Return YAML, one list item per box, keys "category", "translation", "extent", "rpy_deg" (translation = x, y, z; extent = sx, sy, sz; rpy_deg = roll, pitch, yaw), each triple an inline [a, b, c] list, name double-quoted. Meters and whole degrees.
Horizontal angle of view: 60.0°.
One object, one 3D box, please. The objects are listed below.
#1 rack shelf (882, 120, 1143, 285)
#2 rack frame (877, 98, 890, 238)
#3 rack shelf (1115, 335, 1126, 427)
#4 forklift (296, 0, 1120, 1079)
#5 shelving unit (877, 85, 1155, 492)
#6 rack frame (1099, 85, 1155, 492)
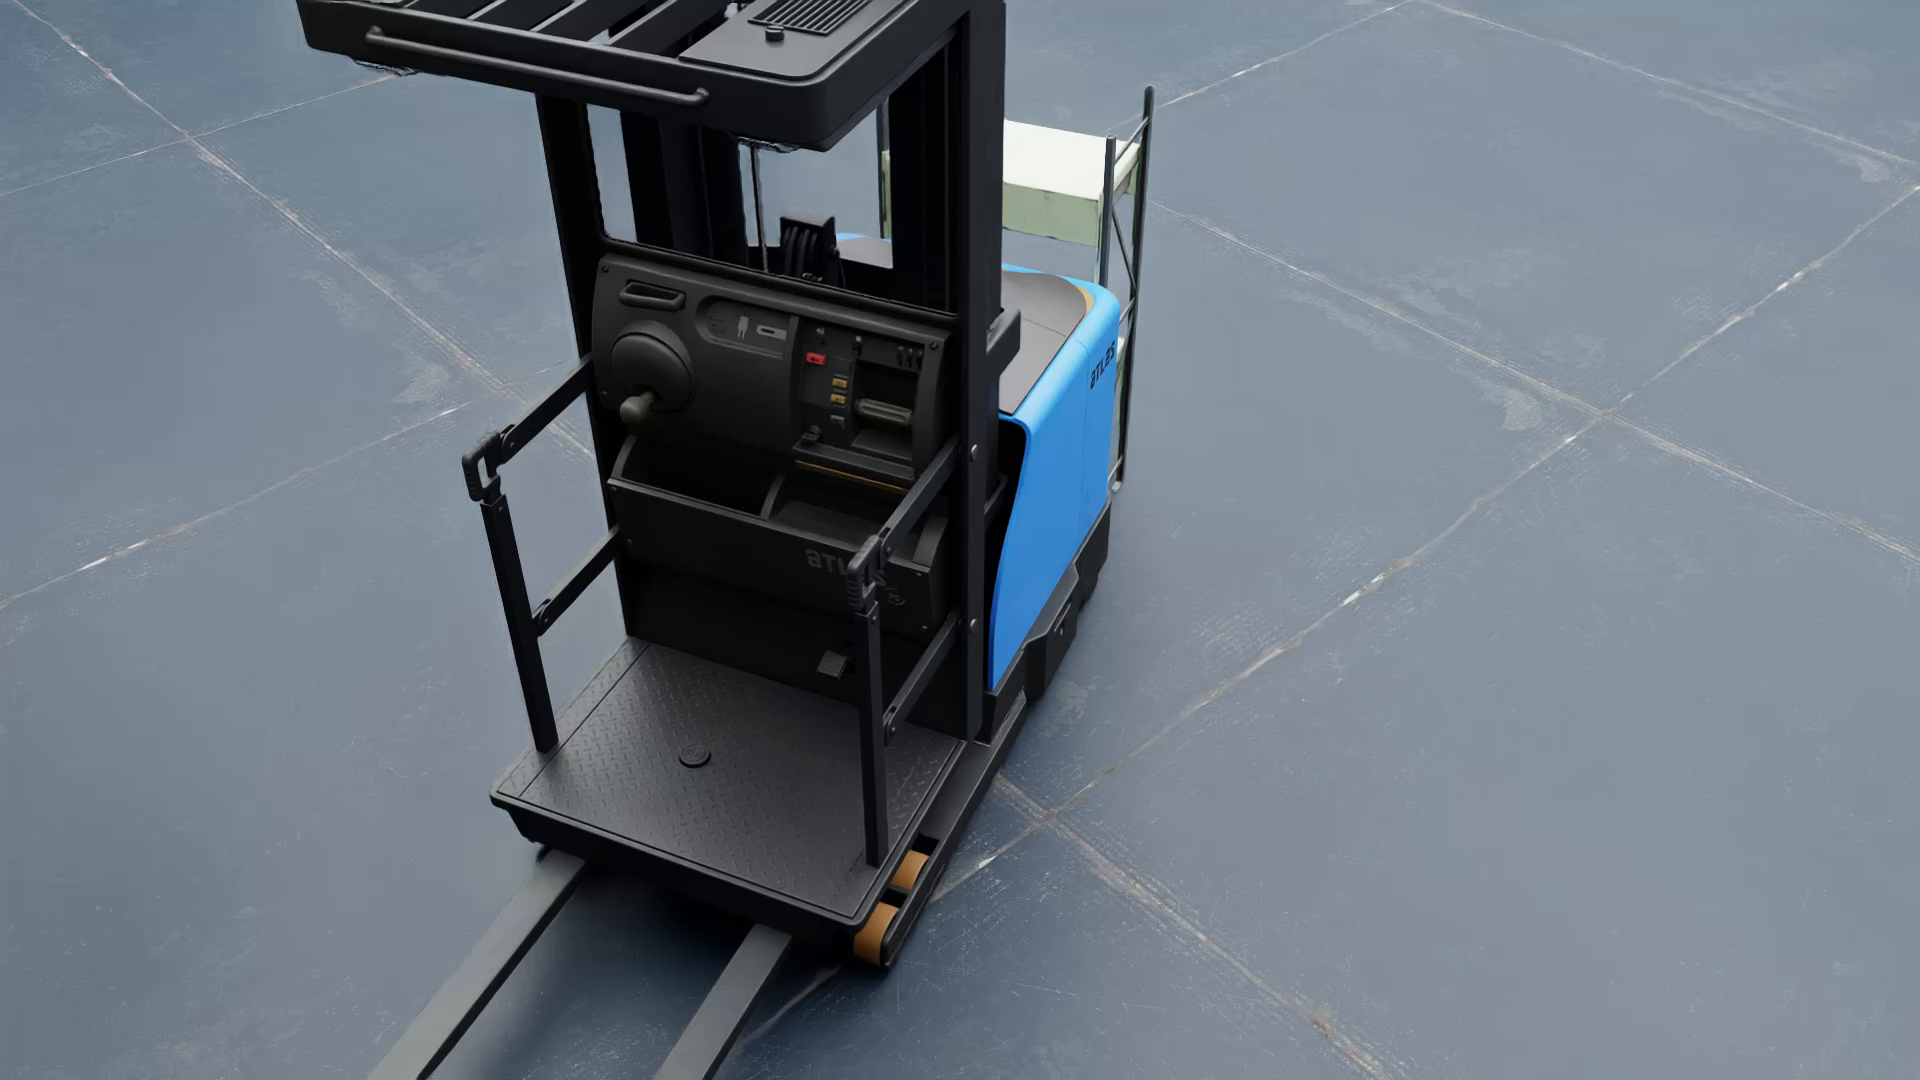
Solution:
- category: "rack shelf"
  translation: [0.172, -1.085, 5.279]
  extent: [0.720, 0.370, 0.431]
  rpy_deg: [15, 41, 18]
- category: "rack frame"
  translation: [-0.166, -0.871, 5.634]
  extent: [0.023, 1.500, 0.400]
  rpy_deg: [15, 41, 18]
- category: "rack shelf"
  translation: [0.172, -0.528, 5.729]
  extent: [0.720, 0.370, 0.431]
  rpy_deg: [15, 41, 18]
- category: "forklift"
  translation: [-0.556, -0.335, 3.832]
  extent: [1.130, 2.935, 3.031]
  rpy_deg: [15, 41, 18]
- category: "shelving unit"
  translation: [0.172, -0.781, 5.524]
  extent: [0.755, 1.500, 0.431]
  rpy_deg: [15, 41, 18]
- category: "rack frame"
  translation: [0.509, -0.692, 5.413]
  extent: [0.023, 1.500, 0.400]
  rpy_deg: [15, 41, 18]
